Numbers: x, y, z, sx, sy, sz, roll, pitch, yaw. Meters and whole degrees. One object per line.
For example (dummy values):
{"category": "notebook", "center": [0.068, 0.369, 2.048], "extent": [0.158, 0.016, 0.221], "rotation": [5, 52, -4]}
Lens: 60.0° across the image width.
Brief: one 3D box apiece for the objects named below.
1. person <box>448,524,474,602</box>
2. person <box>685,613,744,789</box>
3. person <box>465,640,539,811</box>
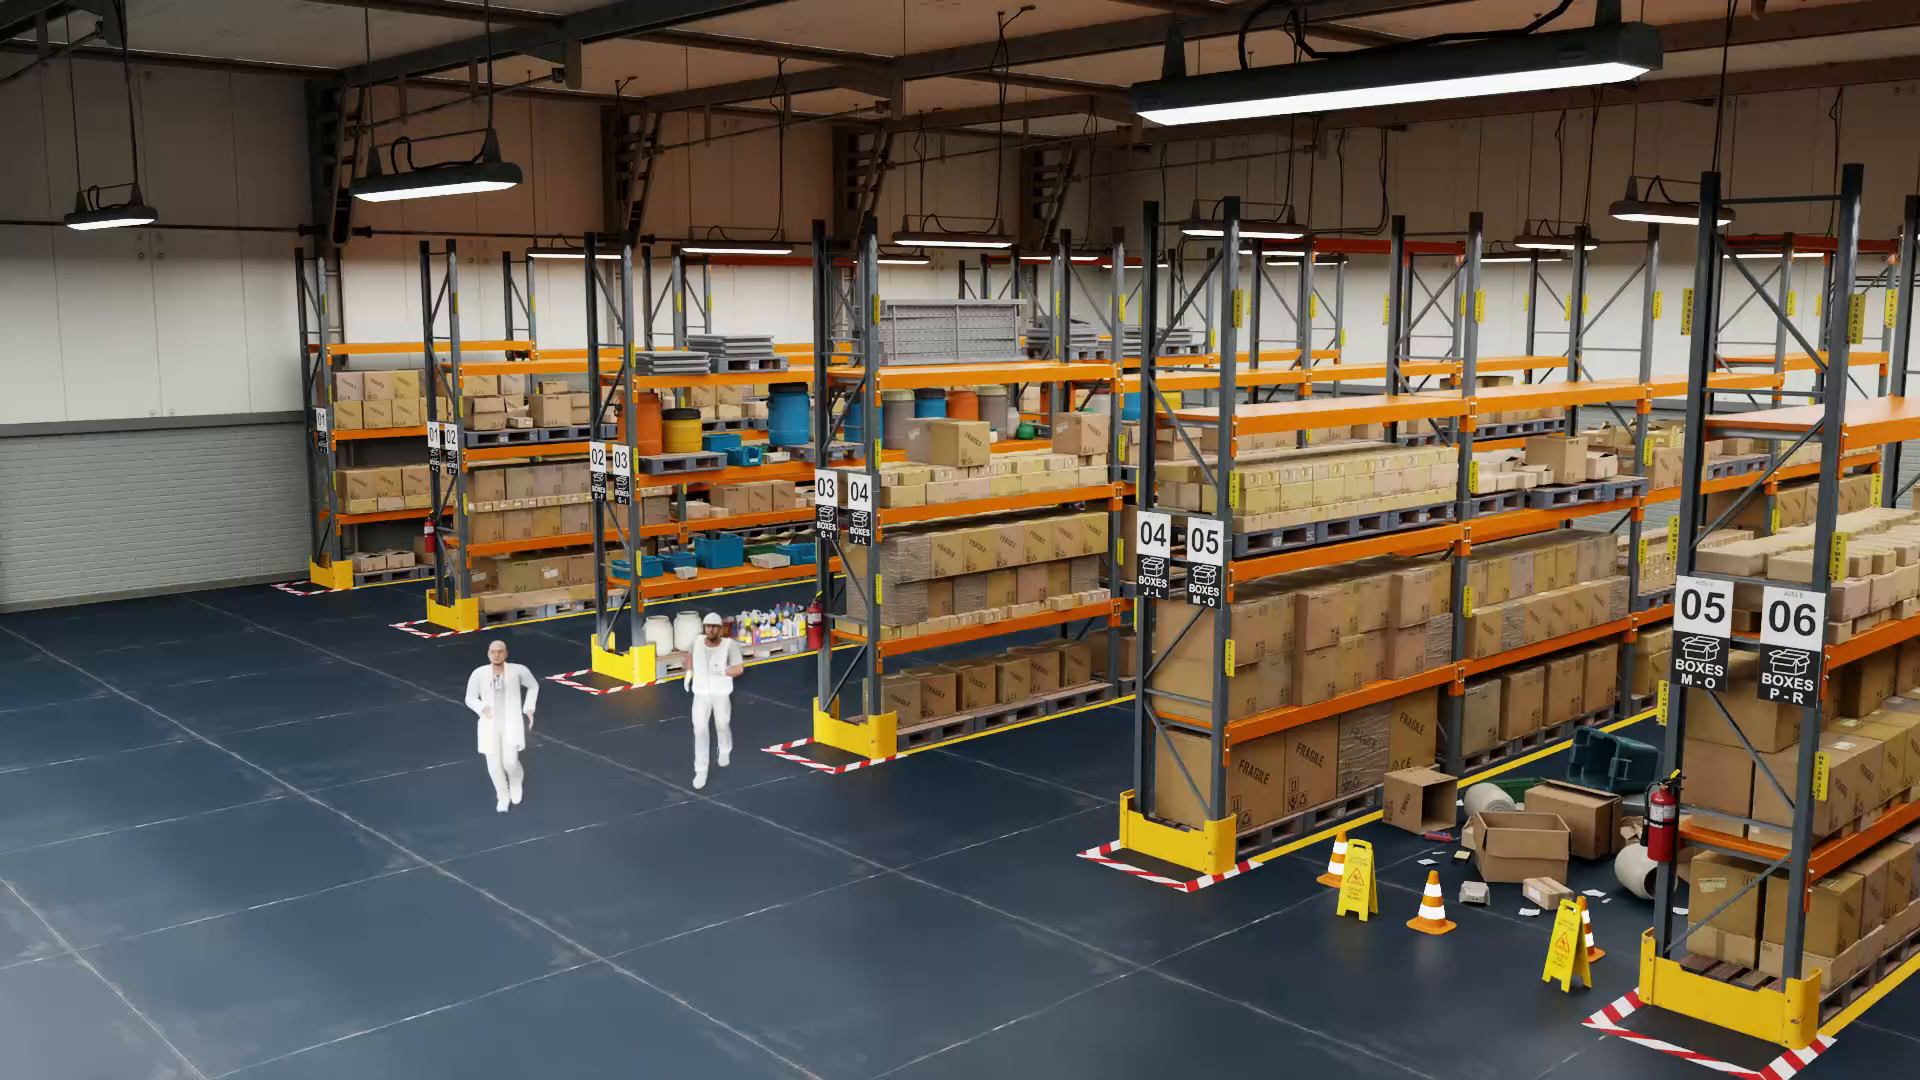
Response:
{"category": "person", "center": [-8.358, 0.206, 28.069], "extent": [0.678, 1.726, 0.577], "rotation": [6, 10, 35]}
{"category": "person", "center": [-2.635, 1.658, 17.835], "extent": [0.677, 1.809, 0.943], "rotation": [0, 8, 2]}
{"category": "person", "center": [-4.588, 1.918, 16.645], "extent": [0.693, 1.655, 0.645], "rotation": [-1, 8, -8]}
